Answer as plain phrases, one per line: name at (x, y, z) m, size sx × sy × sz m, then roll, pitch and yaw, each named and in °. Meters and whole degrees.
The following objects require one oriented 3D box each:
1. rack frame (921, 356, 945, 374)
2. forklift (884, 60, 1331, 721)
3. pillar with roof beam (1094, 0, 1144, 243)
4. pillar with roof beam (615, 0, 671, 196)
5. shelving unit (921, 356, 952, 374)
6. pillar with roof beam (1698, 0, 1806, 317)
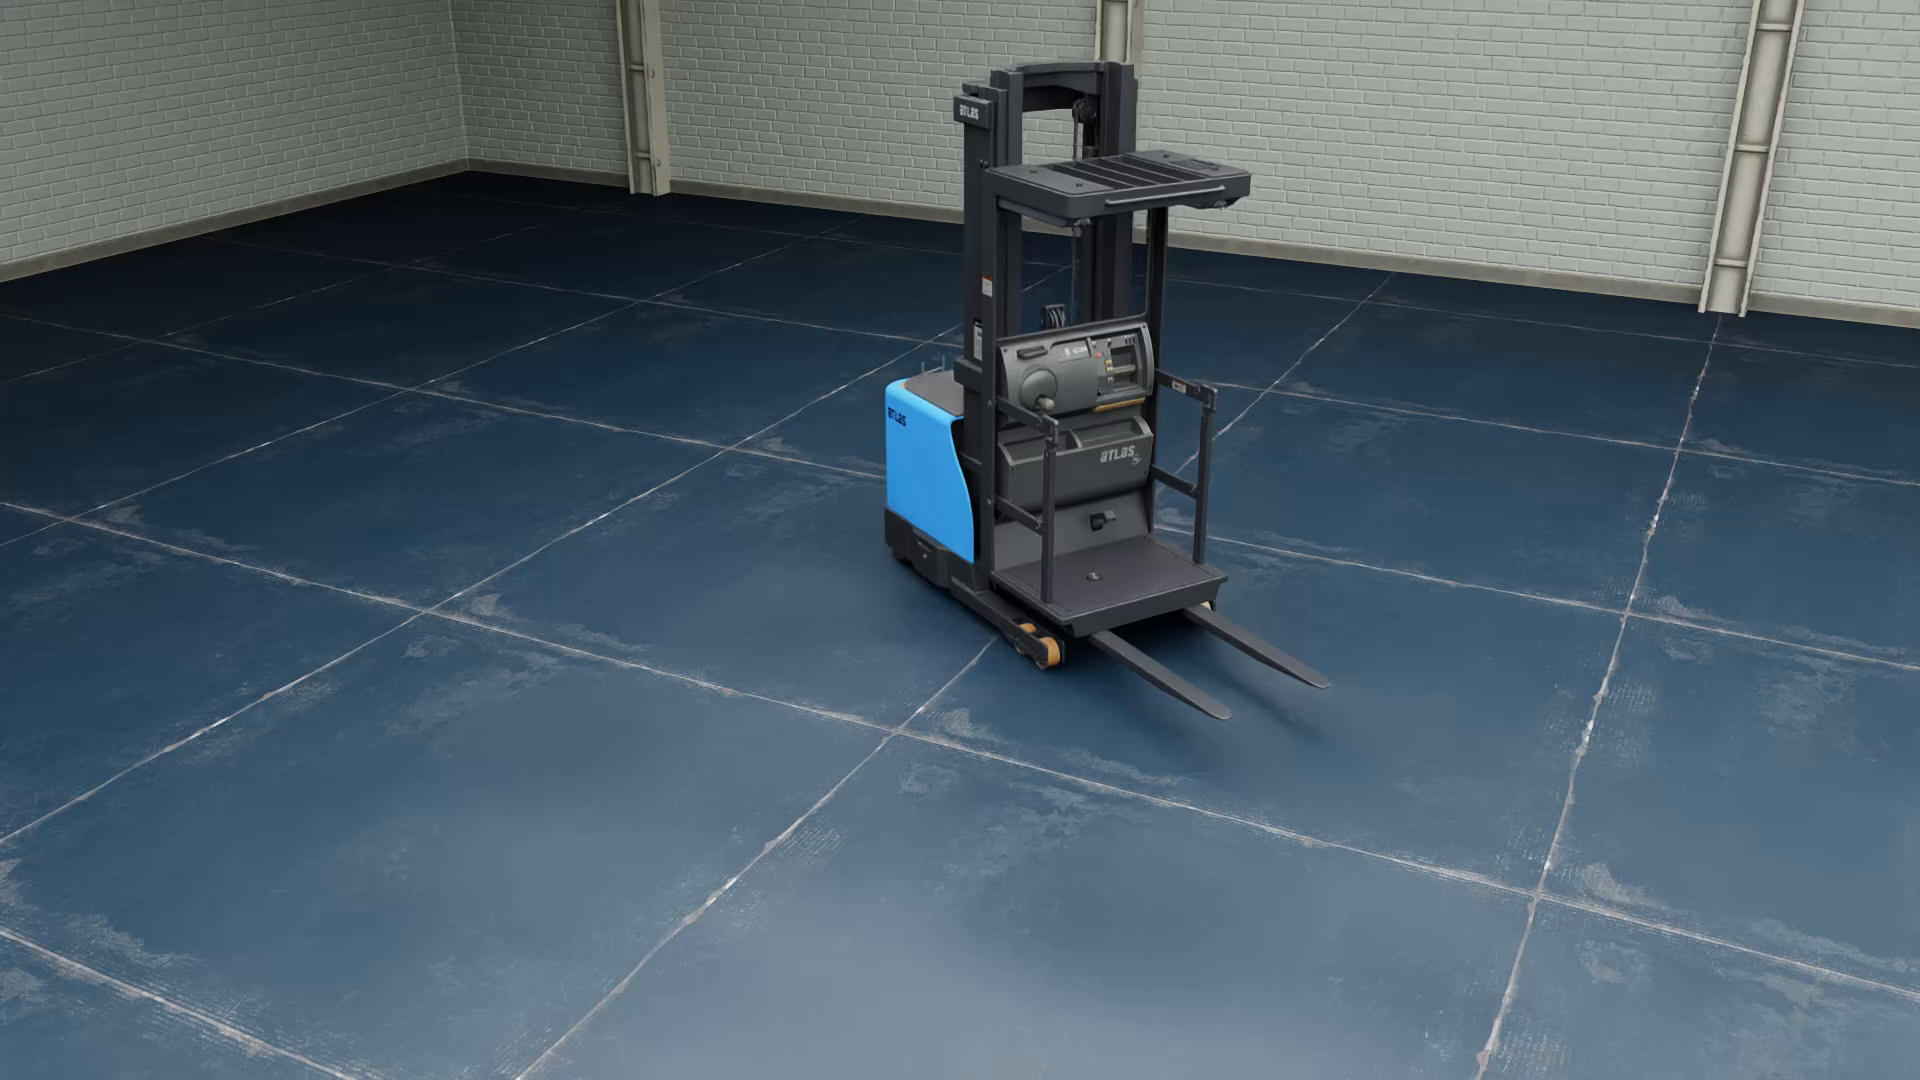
rack frame at (-0.165, -0.624, 10.376) m, size 0.008 × 1.050 × 0.200 m, roll 20°, pitch 30°, yaw 39°
forklift at (0.734, -0.884, 8.582) m, size 1.130 × 2.935 × 3.031 m, roll -13°, pitch 26°, yaw -28°
pillar with roof beam at (-0.336, -5.793, 12.373) m, size 0.400 × 9.000 × 9.100 m, roll 11°, pitch 25°, yaw 25°
pillar with roof beam at (-5.691, -6.852, 14.865) m, size 0.400 × 9.000 × 9.100 m, roll 11°, pitch 25°, yaw 25°
shelving unit at (-0.076, -0.591, 10.299) m, size 0.252 × 1.050 × 0.215 m, roll 20°, pitch 30°, yaw 39°
pillar with roof beam at (5.018, -4.734, 9.882) m, size 0.400 × 9.000 × 9.100 m, roll 11°, pitch 25°, yaw 25°
